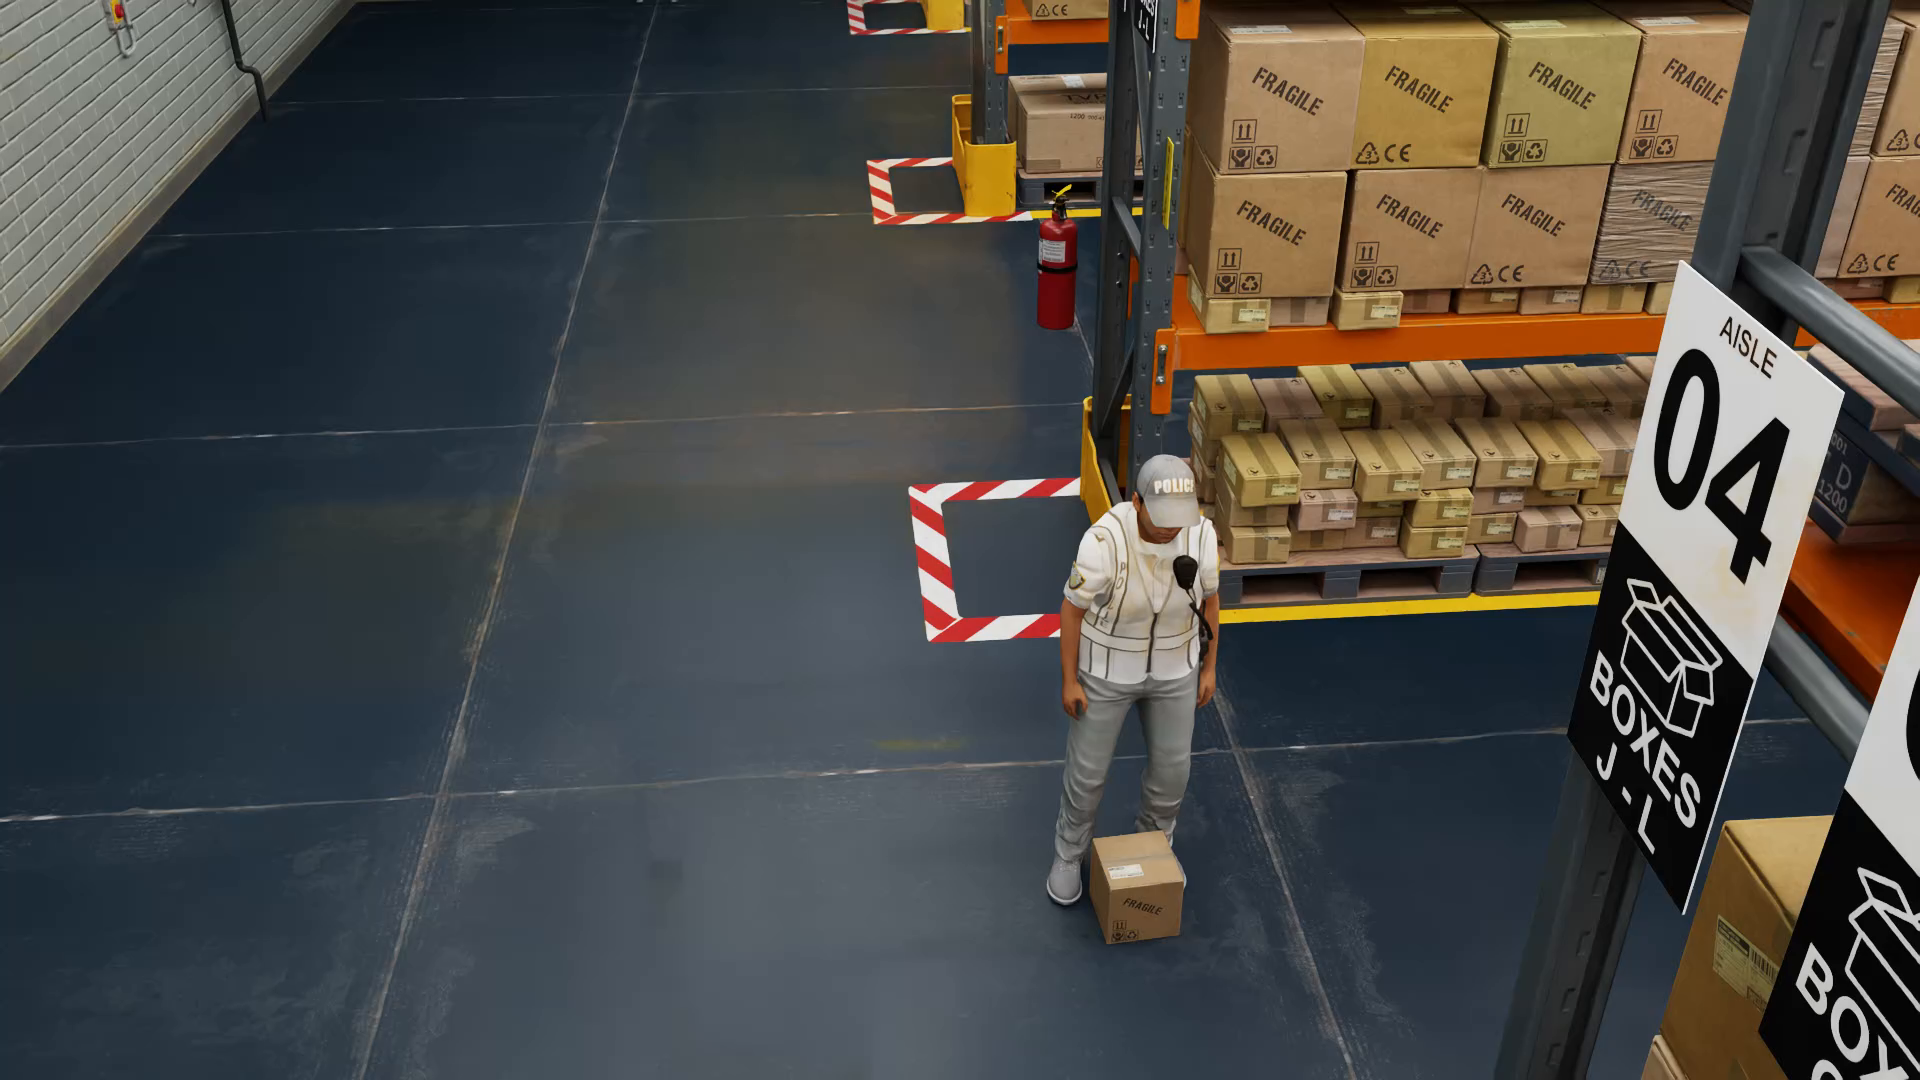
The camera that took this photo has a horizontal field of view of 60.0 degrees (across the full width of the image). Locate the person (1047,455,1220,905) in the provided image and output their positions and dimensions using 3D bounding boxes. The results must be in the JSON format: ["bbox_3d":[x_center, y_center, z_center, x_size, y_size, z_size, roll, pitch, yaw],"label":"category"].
[{"bbox_3d":[0.568,0.444,5.396,0.563,1.666,0.469,-5,32,-8],"label":"person"}]
